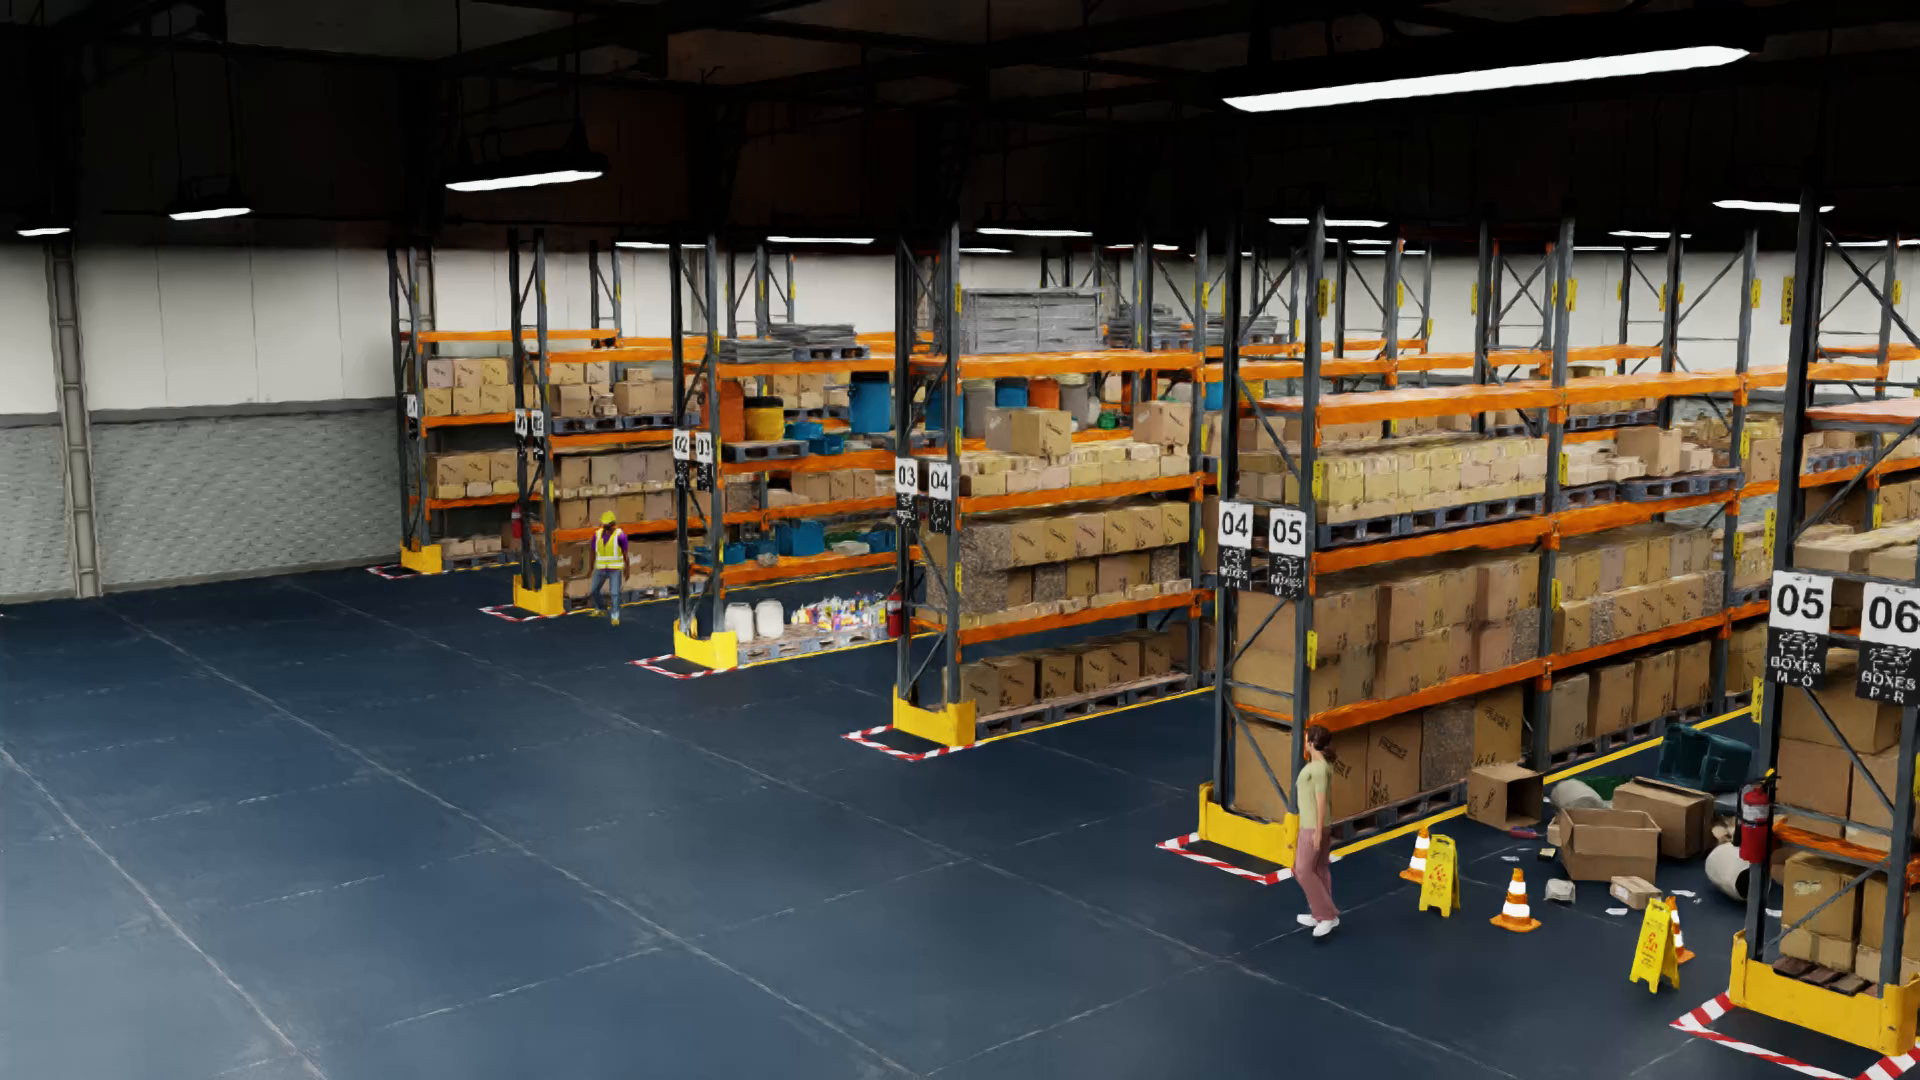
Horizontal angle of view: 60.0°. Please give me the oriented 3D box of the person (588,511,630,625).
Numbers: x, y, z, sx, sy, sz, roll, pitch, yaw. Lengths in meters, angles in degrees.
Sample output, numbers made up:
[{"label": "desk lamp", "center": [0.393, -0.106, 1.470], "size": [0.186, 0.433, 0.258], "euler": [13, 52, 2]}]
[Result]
[{"label": "person", "center": [-5.393, 0.413, 25.336], "size": [0.732, 1.751, 0.529], "euler": [1, 9, 10]}]

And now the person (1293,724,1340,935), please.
[{"label": "person", "center": [2.875, 2.308, 13.307], "size": [0.382, 1.665, 0.567], "euler": [3, 9, 17]}]
